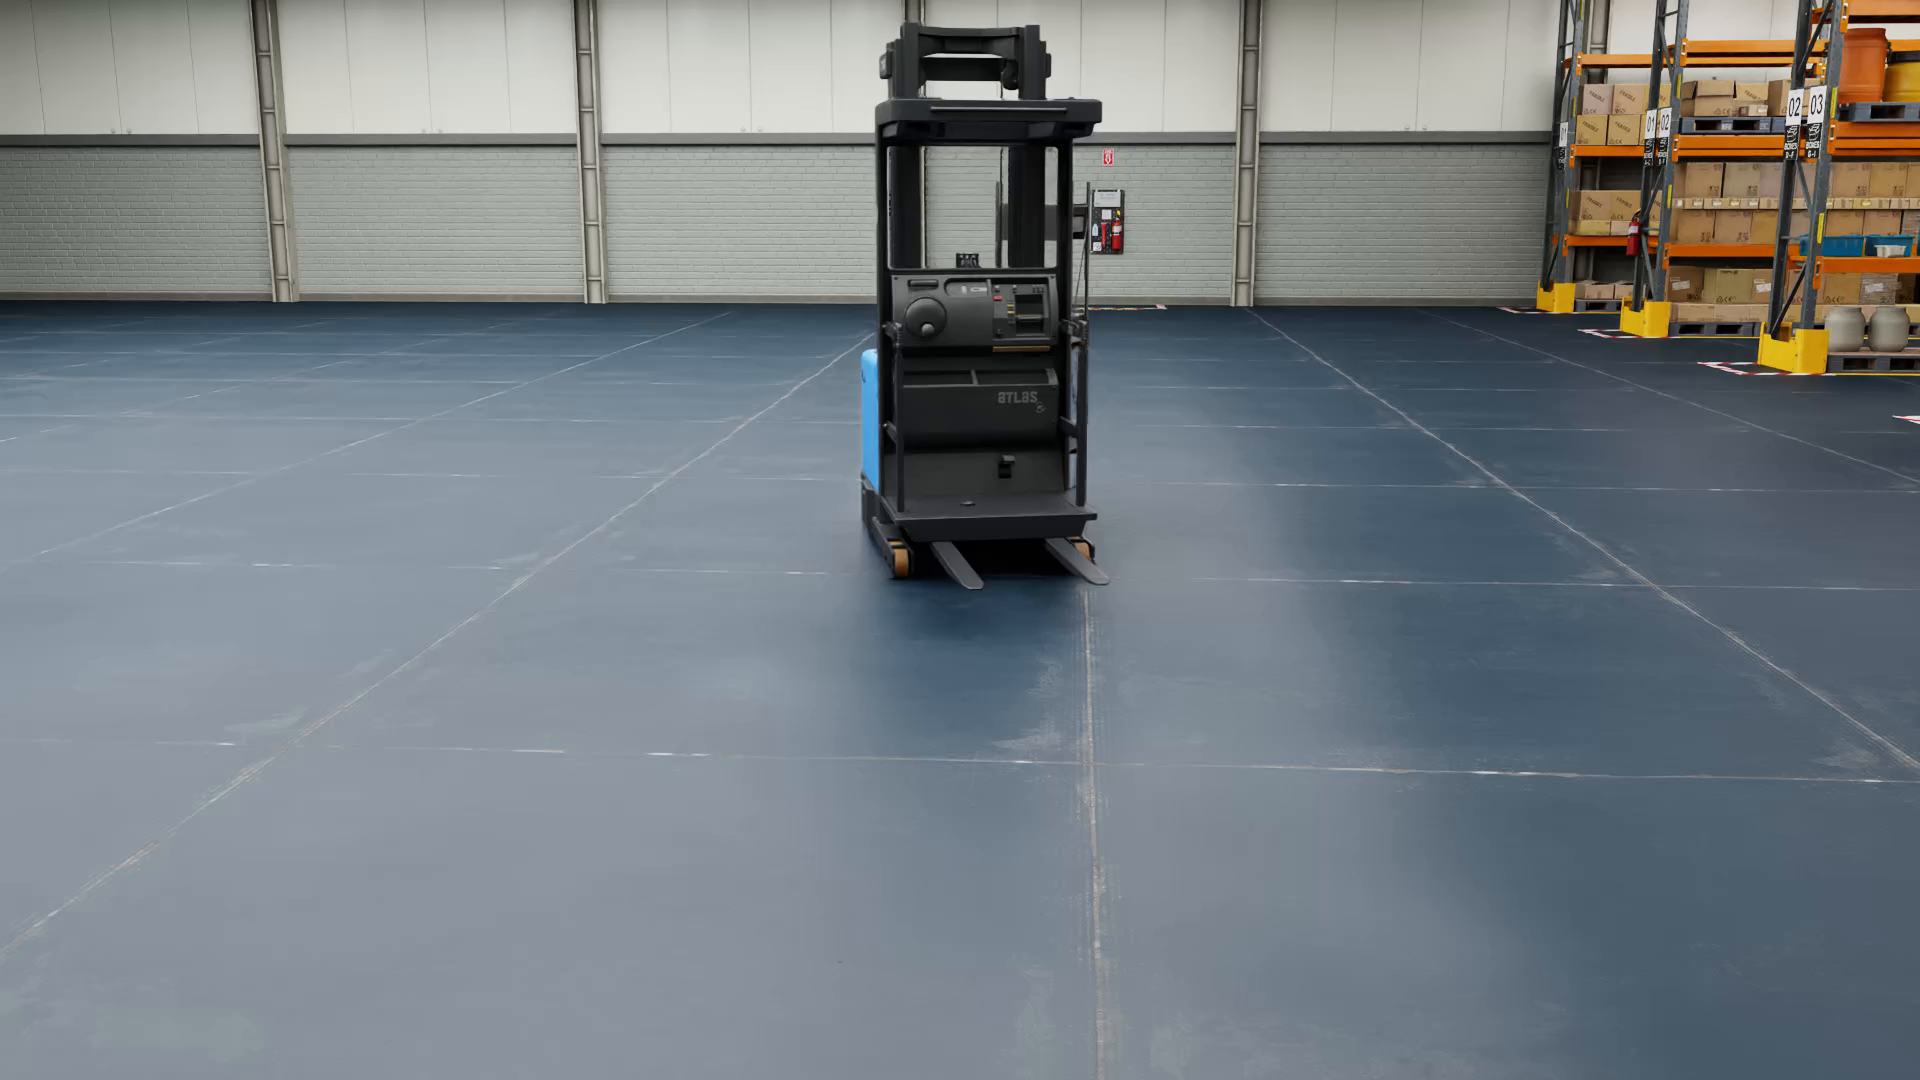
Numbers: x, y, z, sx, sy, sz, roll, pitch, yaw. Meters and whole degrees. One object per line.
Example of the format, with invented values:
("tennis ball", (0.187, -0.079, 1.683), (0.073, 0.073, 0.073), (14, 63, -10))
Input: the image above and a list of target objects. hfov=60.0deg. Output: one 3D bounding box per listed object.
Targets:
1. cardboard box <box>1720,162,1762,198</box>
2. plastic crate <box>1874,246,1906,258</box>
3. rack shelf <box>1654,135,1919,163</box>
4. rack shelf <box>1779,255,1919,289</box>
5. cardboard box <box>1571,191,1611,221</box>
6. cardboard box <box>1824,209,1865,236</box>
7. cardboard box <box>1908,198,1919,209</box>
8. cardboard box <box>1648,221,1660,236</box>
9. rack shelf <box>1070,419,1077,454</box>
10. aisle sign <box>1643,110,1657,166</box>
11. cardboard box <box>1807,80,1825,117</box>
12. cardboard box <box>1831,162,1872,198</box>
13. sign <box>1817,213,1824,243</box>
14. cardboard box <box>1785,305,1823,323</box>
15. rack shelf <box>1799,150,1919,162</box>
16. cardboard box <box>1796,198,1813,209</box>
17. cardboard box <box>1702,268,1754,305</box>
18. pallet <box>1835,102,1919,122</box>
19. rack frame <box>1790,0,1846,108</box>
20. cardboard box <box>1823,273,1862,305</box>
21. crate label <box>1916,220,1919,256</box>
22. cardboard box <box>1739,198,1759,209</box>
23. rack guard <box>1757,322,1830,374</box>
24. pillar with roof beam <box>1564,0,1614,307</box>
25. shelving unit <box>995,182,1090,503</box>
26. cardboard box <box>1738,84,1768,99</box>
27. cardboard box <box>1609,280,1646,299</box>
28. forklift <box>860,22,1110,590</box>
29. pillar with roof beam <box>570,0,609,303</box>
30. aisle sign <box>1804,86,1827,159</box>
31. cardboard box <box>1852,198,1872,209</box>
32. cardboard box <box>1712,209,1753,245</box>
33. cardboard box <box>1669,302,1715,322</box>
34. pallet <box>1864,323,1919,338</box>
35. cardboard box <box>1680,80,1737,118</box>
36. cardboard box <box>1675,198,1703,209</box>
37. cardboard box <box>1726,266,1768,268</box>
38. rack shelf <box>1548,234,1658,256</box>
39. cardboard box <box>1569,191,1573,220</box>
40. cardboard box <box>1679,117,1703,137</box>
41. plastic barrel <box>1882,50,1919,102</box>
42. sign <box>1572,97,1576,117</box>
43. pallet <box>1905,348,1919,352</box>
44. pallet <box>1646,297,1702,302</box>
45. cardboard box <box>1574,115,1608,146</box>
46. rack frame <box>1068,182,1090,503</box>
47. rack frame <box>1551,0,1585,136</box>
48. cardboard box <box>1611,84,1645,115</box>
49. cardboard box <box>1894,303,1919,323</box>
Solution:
("cardboard box", (11.101, -5.166, 23.897), (0.500, 0.500, 0.700), (0, 12, 2))
("plastic crate", (10.595, -3.279, 18.932), (0.250, 0.136, 0.298), (1, 12, 4))
("rack shelf", (12.054, -5.586, 23.751), (4.000, 0.370, 1.077), (1, 12, 4))
("rack shelf", (11.719, -3.106, 19.221), (4.000, 0.370, 1.077), (1, 12, 4))
("cardboard box", (10.842, -5.745, 28.565), (0.500, 0.500, 0.500), (1, 12, 4))
("cardboard box", (12.579, -4.510, 23.931), (0.500, 0.500, 0.700), (1, 12, 5))
("cardboard box", (13.517, -4.773, 23.604), (0.250, 0.149, 0.380), (1, 12, 3))
("cardboard box", (11.878, -5.362, 28.566), (0.500, 0.250, 0.500), (1, 12, 3))
("rack shelf", (0.530, -0.554, 10.946), (0.480, 0.518, 0.431), (5, 13, 21))
("aisle sign", (10.012, -5.831, 24.140), (0.004, 0.787, 0.394), (1, 12, 4))
("cardboard box", (12.414, -6.284, 23.710), (0.637, 0.503, 0.797), (2, 12, 10))
("cardboard box", (12.602, -5.145, 23.799), (0.500, 0.500, 0.700), (1, 12, 4))
("sign", (9.682, -3.509, 18.713), (0.005, 0.325, 0.100), (1, 12, 4))
("cardboard box", (12.075, -3.284, 24.002), (0.500, 0.250, 0.500), (1, 12, 4))
("rack shelf", (16.372, -6.544, 28.328), (4.000, 0.370, 1.077), (1, 12, 4))
("cardboard box", (11.969, -4.794, 23.701), (0.250, 0.149, 0.380), (1, 12, 4))
("cardboard box", (11.077, -3.665, 23.994), (0.500, 0.500, 0.500), (1, 12, 4))
("pallet", (10.542, -4.830, 18.841), (1.213, 0.211, 1.003), (1, 12, 4))
("rack frame", (9.723, -6.422, 18.664), (0.127, 3.000, 1.000), (1, 12, 4))
("cardboard box", (12.575, -3.647, 23.905), (0.500, 0.500, 0.500), (1, 12, 4))
("crate label", (11.578, -3.533, 19.418), (0.616, 0.435, 0.502), (1, 12, 4))
("cardboard box", (11.199, -4.804, 23.752), (0.250, 0.149, 0.380), (1, 12, 3))
("rack guard", (9.802, -2.271, 19.575), (0.348, 0.500, 1.175), (1, 12, 4))
("pillar with roof beam", (10.854, -7.734, 24.934), (0.400, 9.000, 9.100), (1, 12, 4))
("shelving unit", (0.530, -1.253, 10.800), (0.503, 2.100, 0.431), (5, 13, 21))
("cardboard box", (13.308, -7.428, 28.064), (0.500, 0.500, 0.500), (1, 12, 7))
("cardboard box", (11.638, -4.373, 29.013), (0.500, 0.311, 0.500), (2, 12, 8))
("forklift", (0.122, -1.305, 9.019), (1.130, 2.935, 3.031), (-2, 12, -9))
("pillar with roof beam", (-7.106, -7.980, 26.111), (0.400, 9.000, 9.100), (1, 12, 4))
("aisle sign", (9.632, -4.699, 18.730), (0.004, 0.787, 0.394), (1, 12, 4))
("cardboard box", (12.748, -4.784, 23.654), (0.250, 0.149, 0.380), (1, 12, 3))
("cardboard box", (11.047, -4.531, 24.032), (0.500, 0.500, 0.700), (1, 12, 5))
("cardboard box", (10.578, -3.305, 24.102), (0.500, 0.250, 0.500), (1, 12, 4))
("pallet", (13.258, -3.098, 24.232), (1.213, 0.211, 1.003), (1, 12, 4))
("cardboard box", (10.631, -6.282, 23.699), (0.637, 0.503, 0.797), (2, 12, 8))
("cardboard box", (10.435, -4.815, 23.803), (0.250, 0.149, 0.380), (1, 12, 3))
("cardboard box", (11.612, -3.767, 24.482), (0.500, 0.500, 0.500), (1, 12, 4))
("rack shelf", (12.381, -5.130, 28.896), (4.000, 0.370, 1.077), (1, 12, 4))
("cardboard box", (10.870, -5.850, 29.067), (0.500, 0.500, 0.500), (1, 12, 3))
("cardboard box", (12.290, -6.957, 28.254), (0.500, 0.500, 0.500), (2, 12, 7))
("plastic barrel", (10.869, -5.262, 18.958), (0.600, 0.588, 0.600), (0, 12, 0))
("sign", (10.349, -7.295, 28.027), (0.005, 0.325, 0.100), (1, 12, 4))
("pallet", (11.826, -2.100, 19.464), (1.213, 0.211, 1.003), (1, 12, 4))
("pallet", (12.483, -4.108, 29.064), (1.213, 0.211, 1.003), (1, 12, 4))
("cardboard box", (10.702, -6.981, 28.368), (0.500, 0.500, 0.500), (1, 12, 5))
("rack frame", (0.757, -1.235, 10.713), (0.015, 2.100, 0.400), (5, 13, 21))
("rack frame", (10.385, -8.446, 28.339), (0.127, 3.000, 1.000), (1, 12, 4))
("cardboard box", (11.251, -7.454, 28.187), (0.500, 0.500, 0.500), (1, 12, 3))
("cardboard box", (13.572, -3.264, 23.909), (0.500, 0.250, 0.500), (1, 12, 4))
